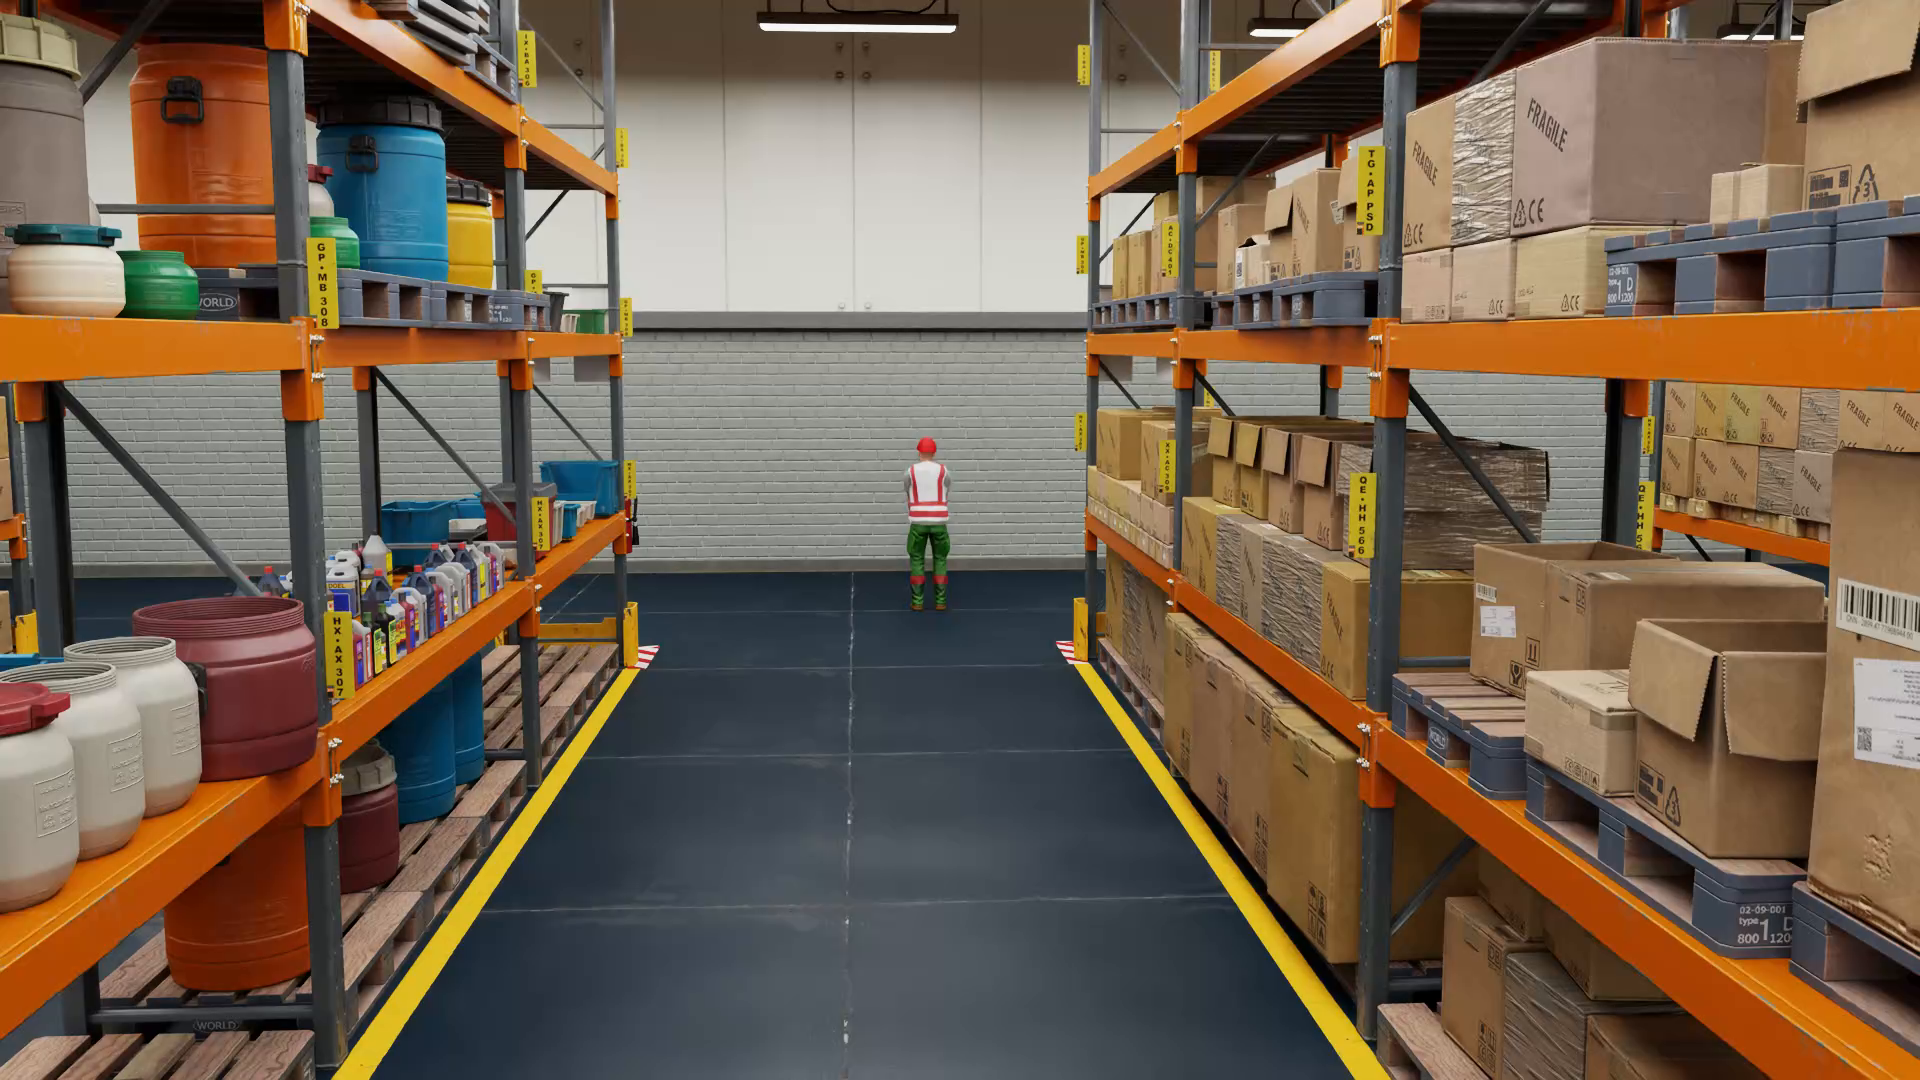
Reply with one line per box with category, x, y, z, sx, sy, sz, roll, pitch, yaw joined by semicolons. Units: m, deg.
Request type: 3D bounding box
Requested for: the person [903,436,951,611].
person;-0.342;-0.183;17.185;0.495;1.785;0.566;-1;7;-5
